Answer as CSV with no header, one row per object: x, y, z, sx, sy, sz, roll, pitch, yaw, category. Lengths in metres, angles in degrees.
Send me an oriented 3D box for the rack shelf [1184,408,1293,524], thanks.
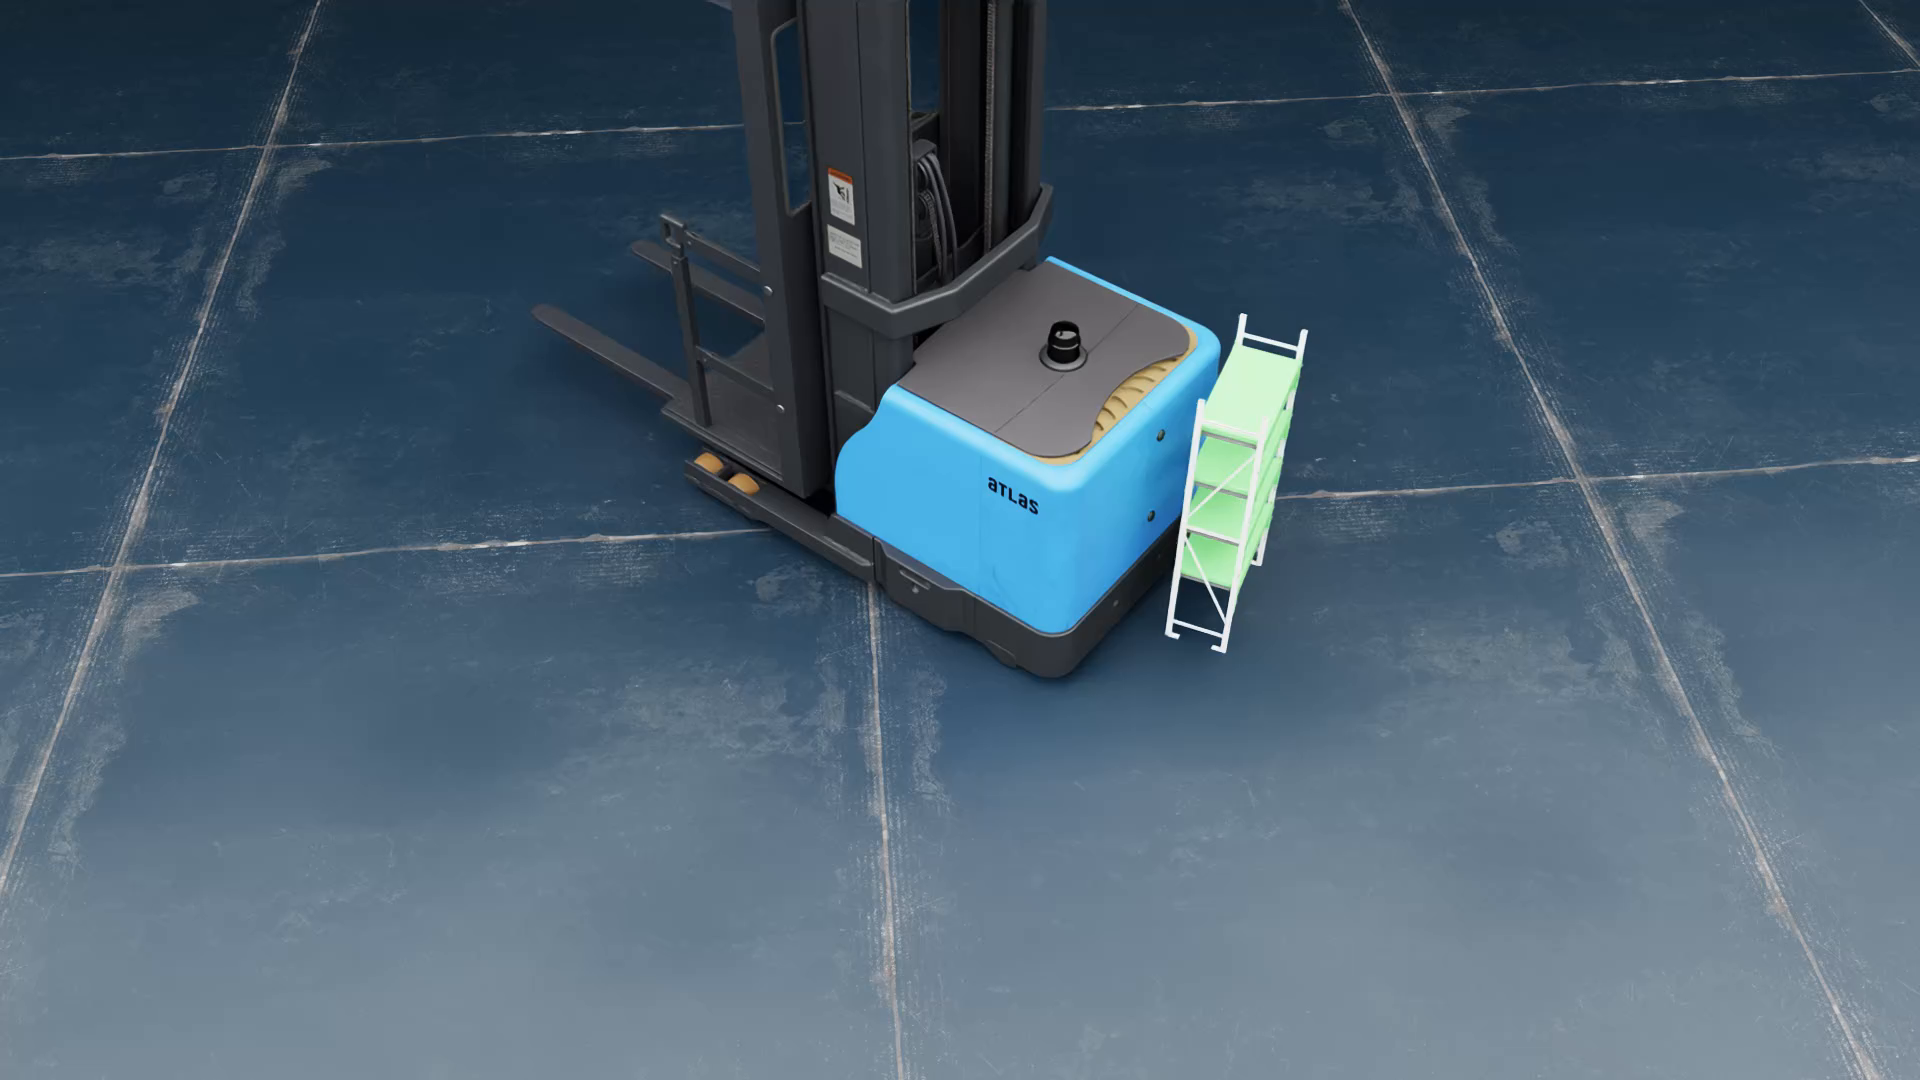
1.001,-0.303,5.968,0.258,0.148,0.480,17,49,16,rack shelf

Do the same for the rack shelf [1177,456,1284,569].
1.000,-0.138,6.142,0.258,0.148,0.480,17,49,16,rack shelf

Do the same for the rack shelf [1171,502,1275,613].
1.000,0.027,6.316,0.258,0.148,0.480,17,49,16,rack shelf

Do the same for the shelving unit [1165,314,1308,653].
1.000,-0.182,6.096,0.258,1.200,0.503,17,49,16,shelving unit

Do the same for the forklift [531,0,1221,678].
-0.517,-1.391,6.049,3.031,2.935,1.130,29,53,25,forklift

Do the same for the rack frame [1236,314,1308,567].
1.096,-0.345,6.250,0.240,1.200,0.015,17,49,16,rack frame

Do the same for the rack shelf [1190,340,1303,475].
1.001,-0.468,5.793,0.258,0.148,0.480,17,49,16,rack shelf

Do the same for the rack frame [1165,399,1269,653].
0.905,-0.019,5.941,0.240,1.200,0.015,17,49,16,rack frame
